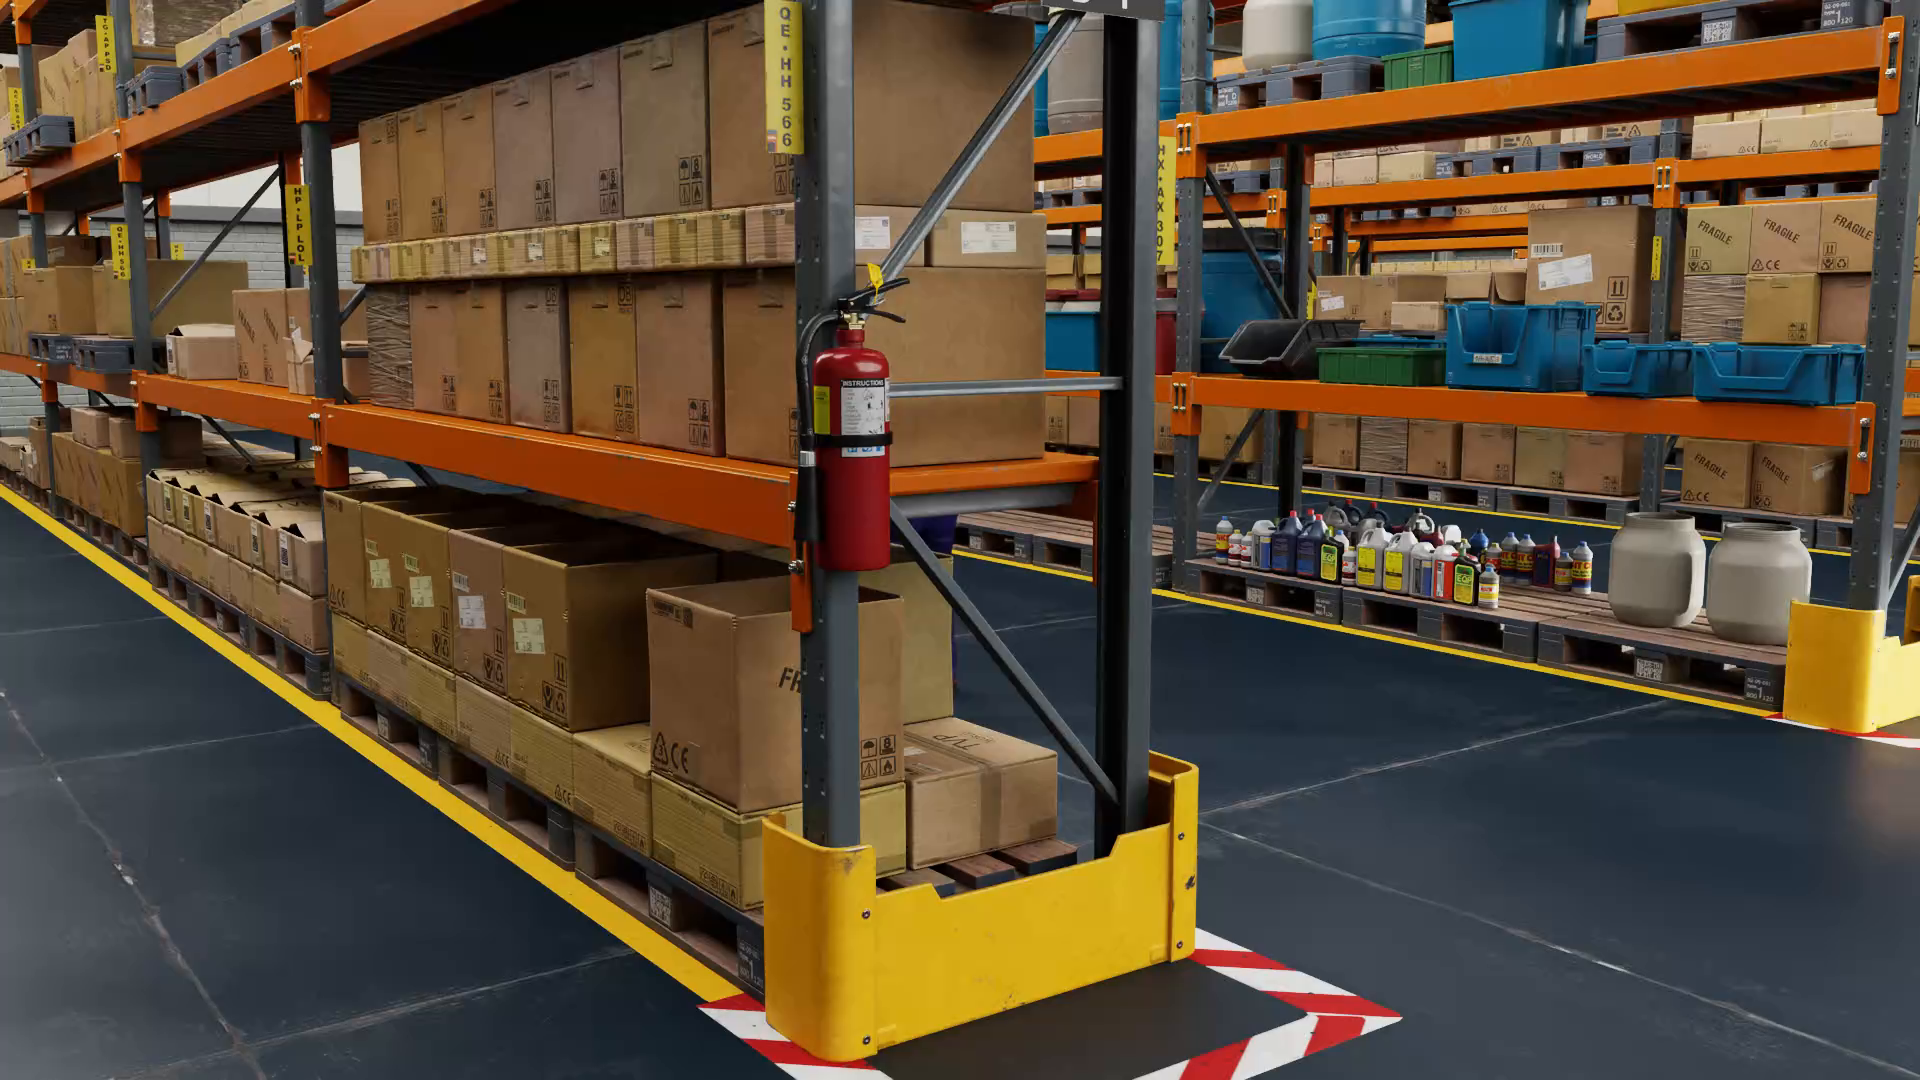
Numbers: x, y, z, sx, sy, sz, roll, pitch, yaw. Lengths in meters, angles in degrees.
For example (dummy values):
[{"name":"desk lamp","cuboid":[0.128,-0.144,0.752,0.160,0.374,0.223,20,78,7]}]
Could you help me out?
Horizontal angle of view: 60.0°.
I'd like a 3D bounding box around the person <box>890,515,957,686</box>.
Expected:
[{"name":"person","cuboid":[-0.245,-0.139,7.389,0.538,1.638,0.413,-6,10,-35]}]
